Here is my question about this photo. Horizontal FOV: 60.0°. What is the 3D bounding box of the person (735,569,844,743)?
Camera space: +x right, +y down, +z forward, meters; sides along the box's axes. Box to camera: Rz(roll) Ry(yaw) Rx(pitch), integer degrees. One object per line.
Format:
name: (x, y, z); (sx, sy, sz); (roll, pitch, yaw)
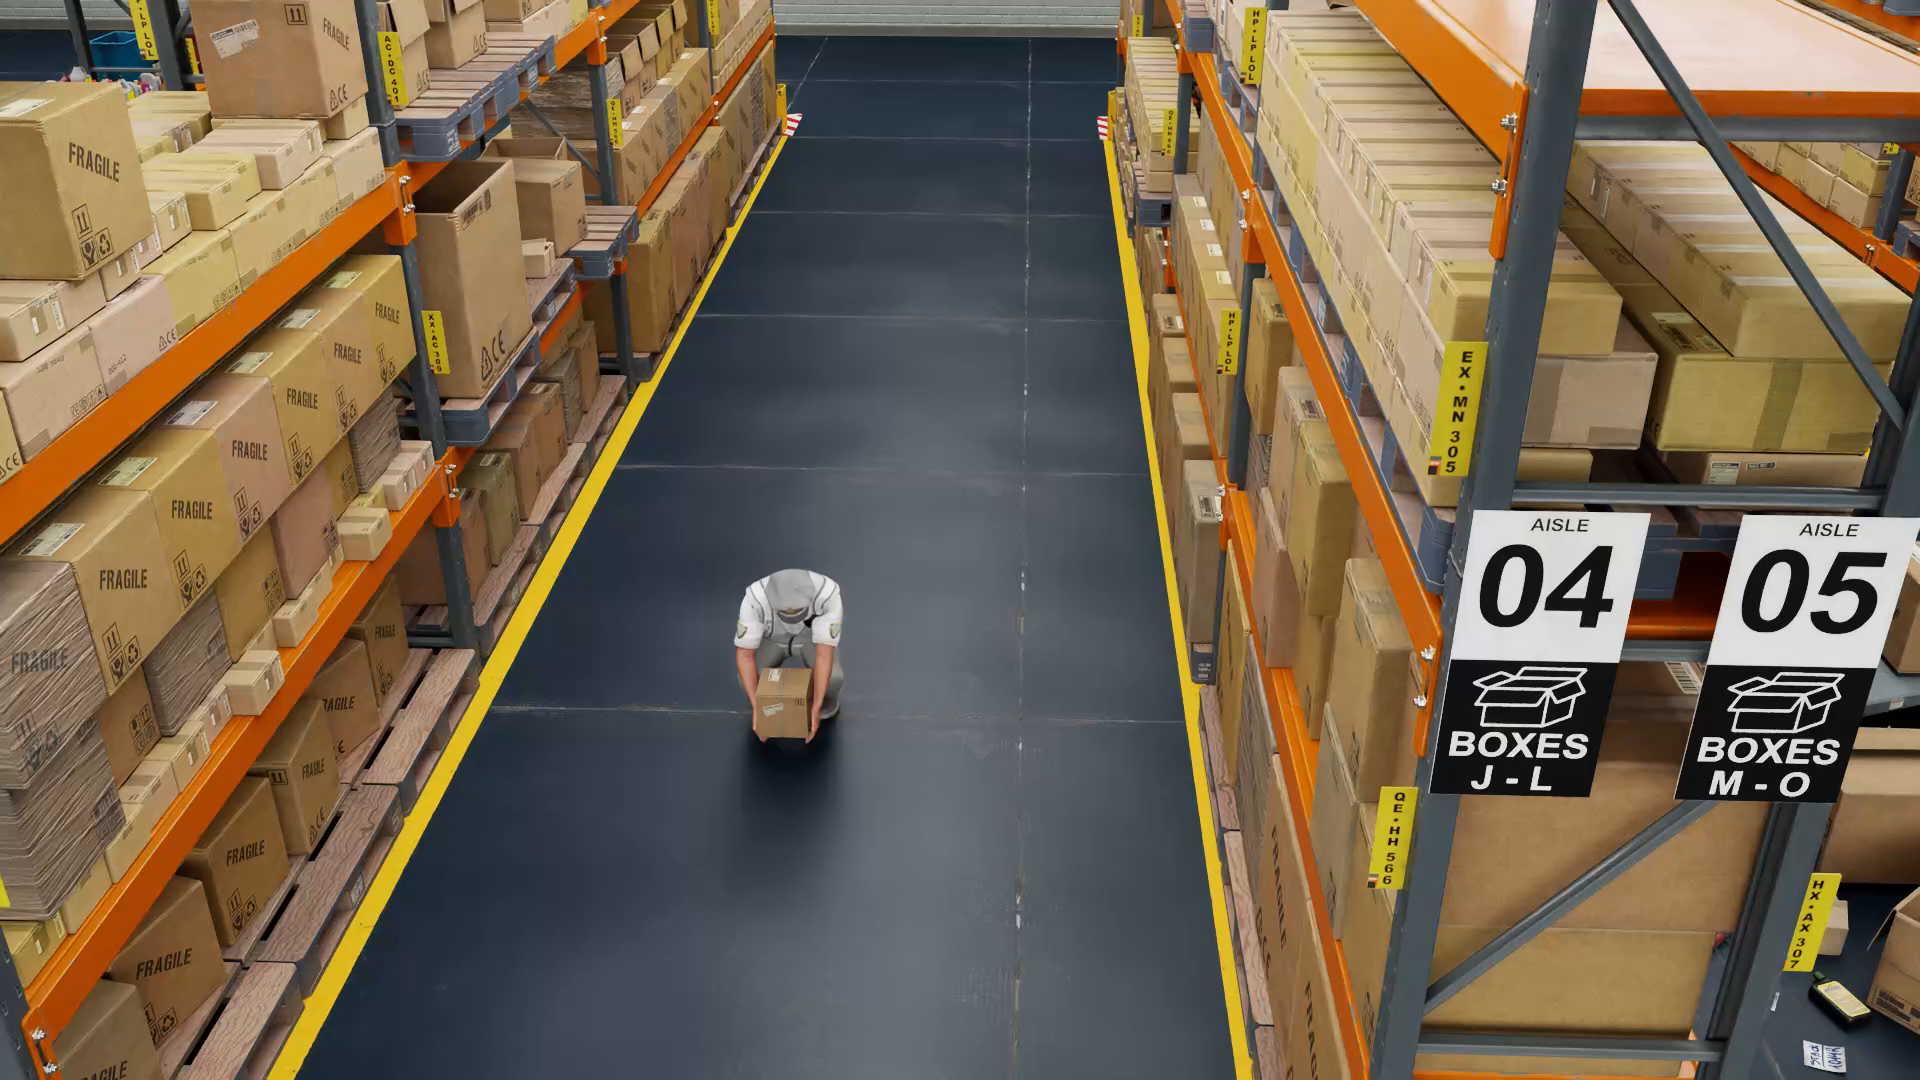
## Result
person: (-0.862, 0.491, 8.494); (0.548, 1.011, 0.898); (1, 28, 2)
